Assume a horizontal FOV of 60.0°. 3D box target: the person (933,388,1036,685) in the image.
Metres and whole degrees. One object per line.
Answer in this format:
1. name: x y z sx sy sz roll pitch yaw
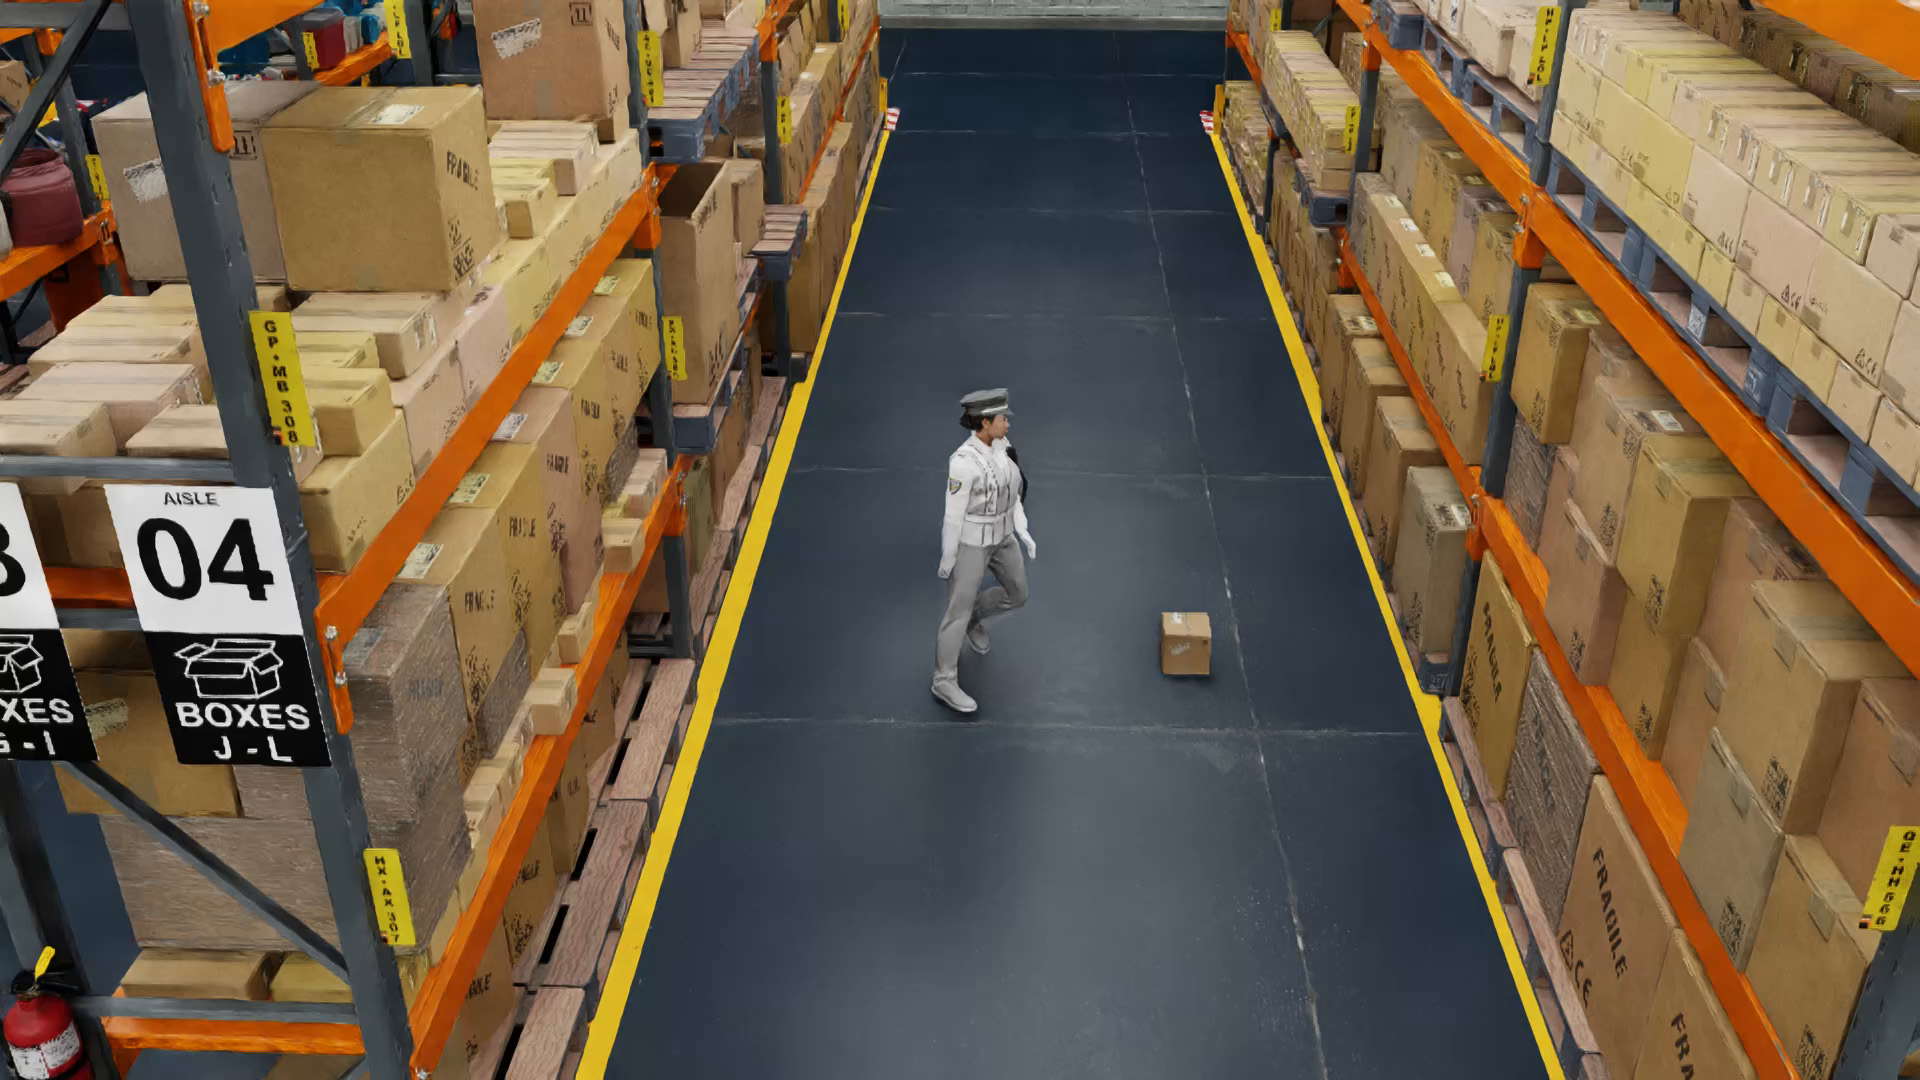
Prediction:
1. person: 0.096 -0.004 8.540 0.475 1.585 0.540 16 32 27
